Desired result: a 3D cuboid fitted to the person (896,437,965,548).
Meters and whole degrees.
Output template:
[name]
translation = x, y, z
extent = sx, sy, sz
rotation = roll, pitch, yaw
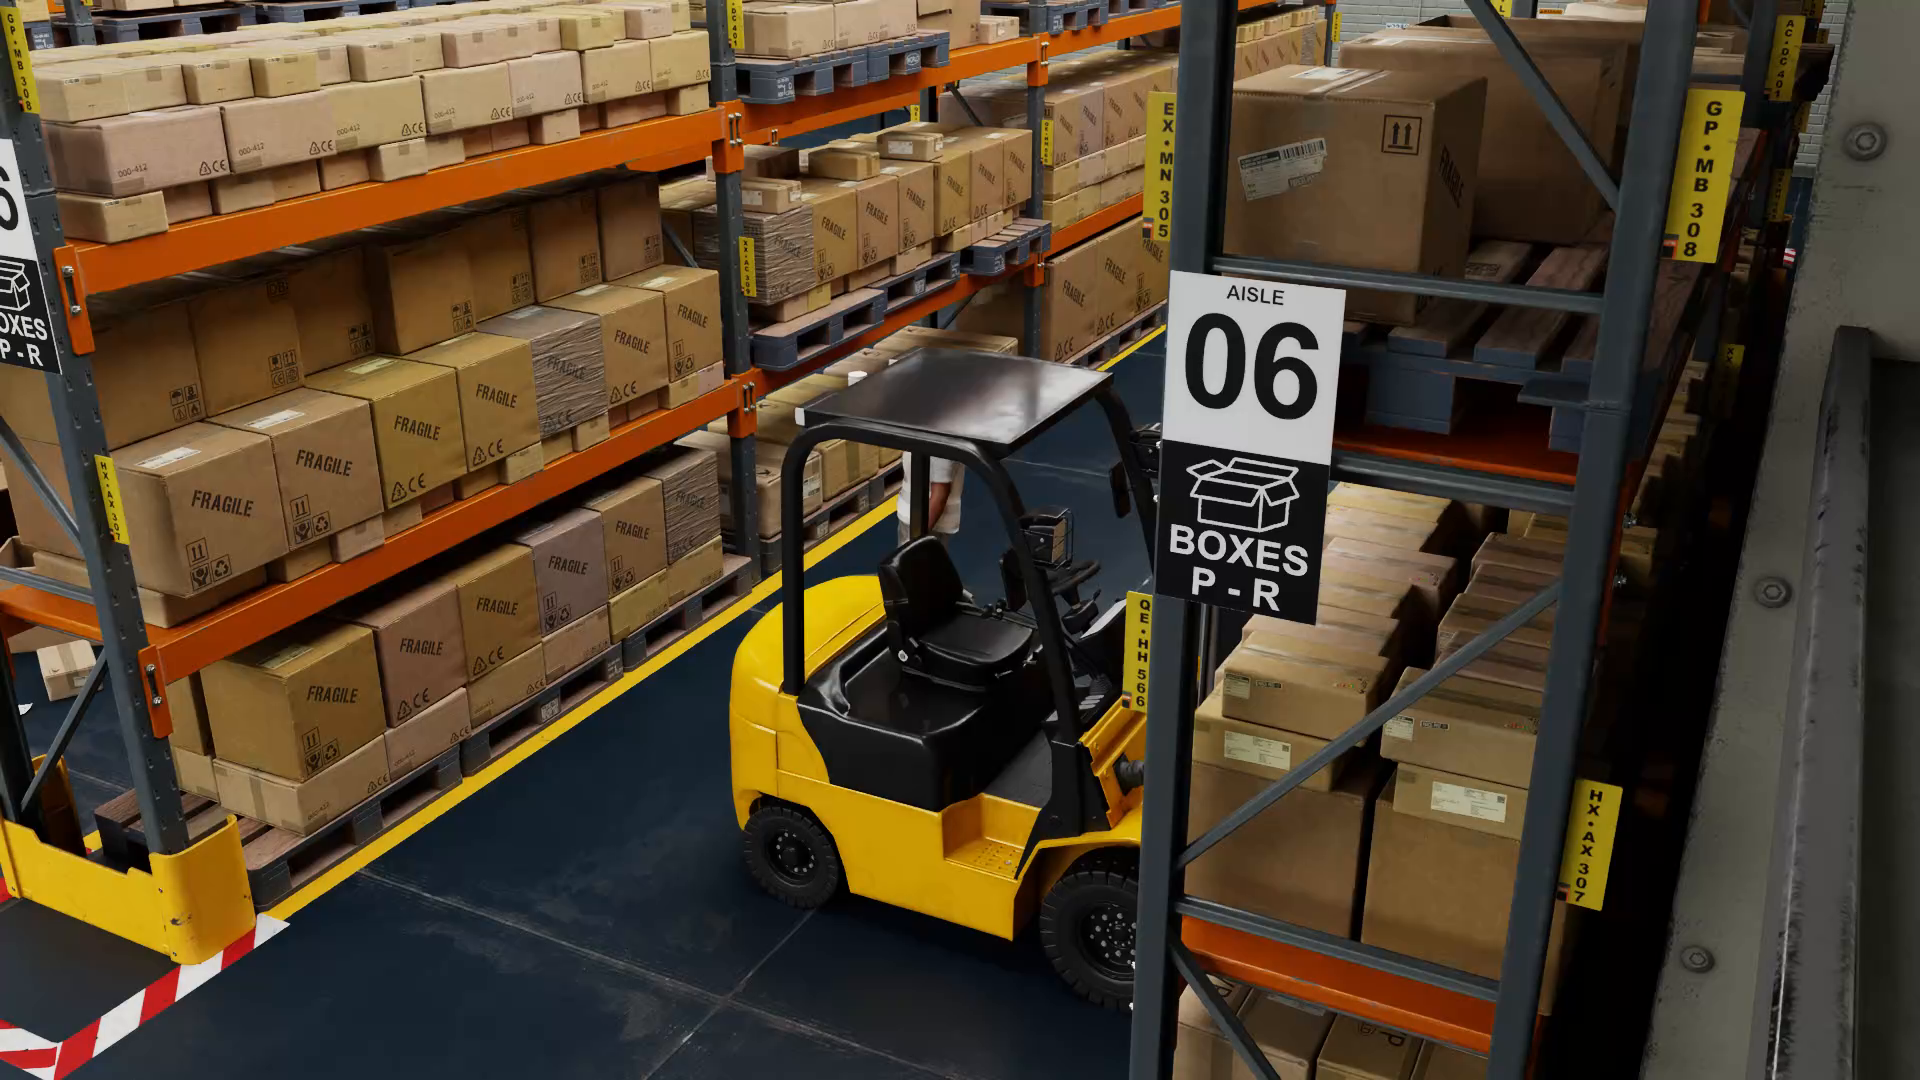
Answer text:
[person]
translation = -0.250, -0.104, 8.500
extent = 0.575, 1.780, 0.657
rotation = -1, 23, -2
